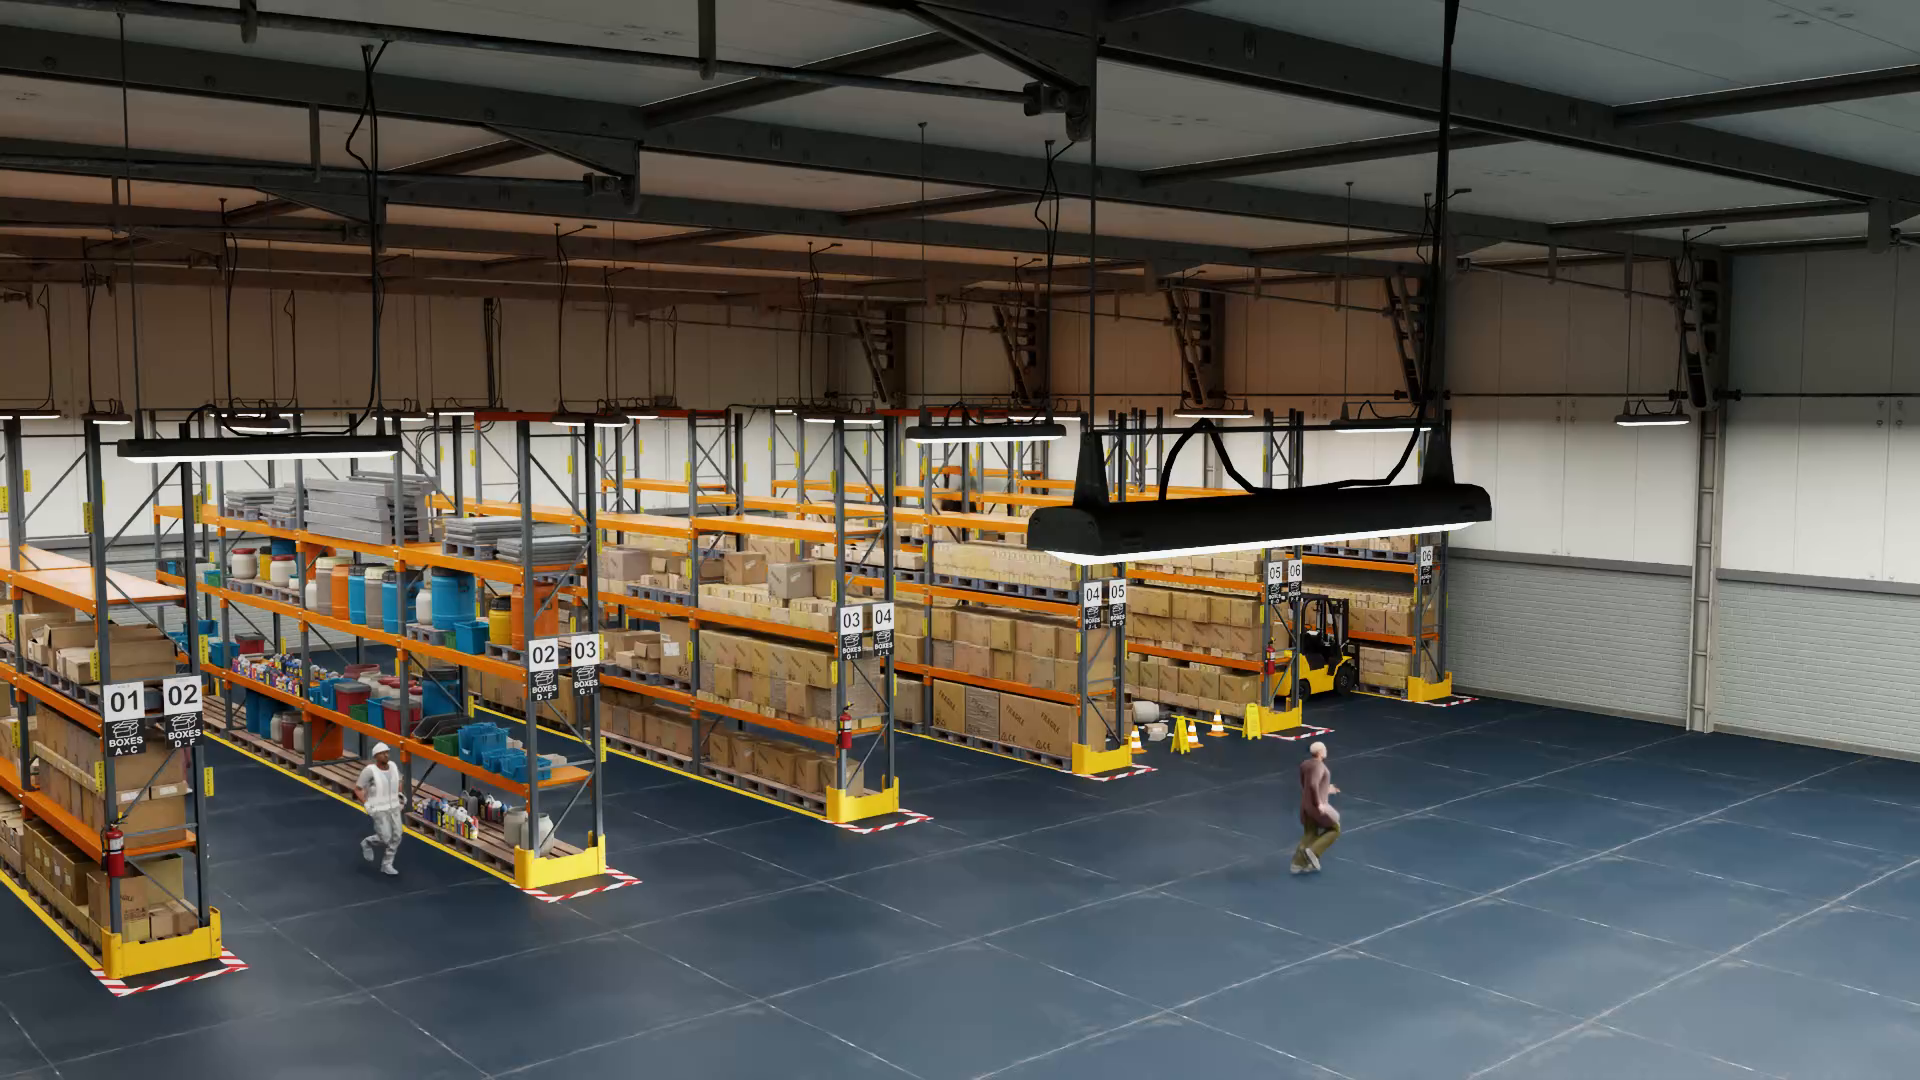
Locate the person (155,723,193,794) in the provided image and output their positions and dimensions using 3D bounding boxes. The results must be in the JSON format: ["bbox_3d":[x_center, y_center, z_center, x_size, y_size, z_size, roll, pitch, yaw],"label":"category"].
[{"bbox_3d":[-12.463,3.187,26.489,0.802,1.635,0.589,4,7,40],"label":"person"}]

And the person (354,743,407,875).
[{"bbox_3d":[-7.647,3.538,21.985,0.605,1.735,0.673,4,6,36],"label":"person"}]

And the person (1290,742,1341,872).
[{"bbox_3d":[4.722,3.526,21.996,0.760,1.723,0.627,-2,5,-20],"label":"person"}]
